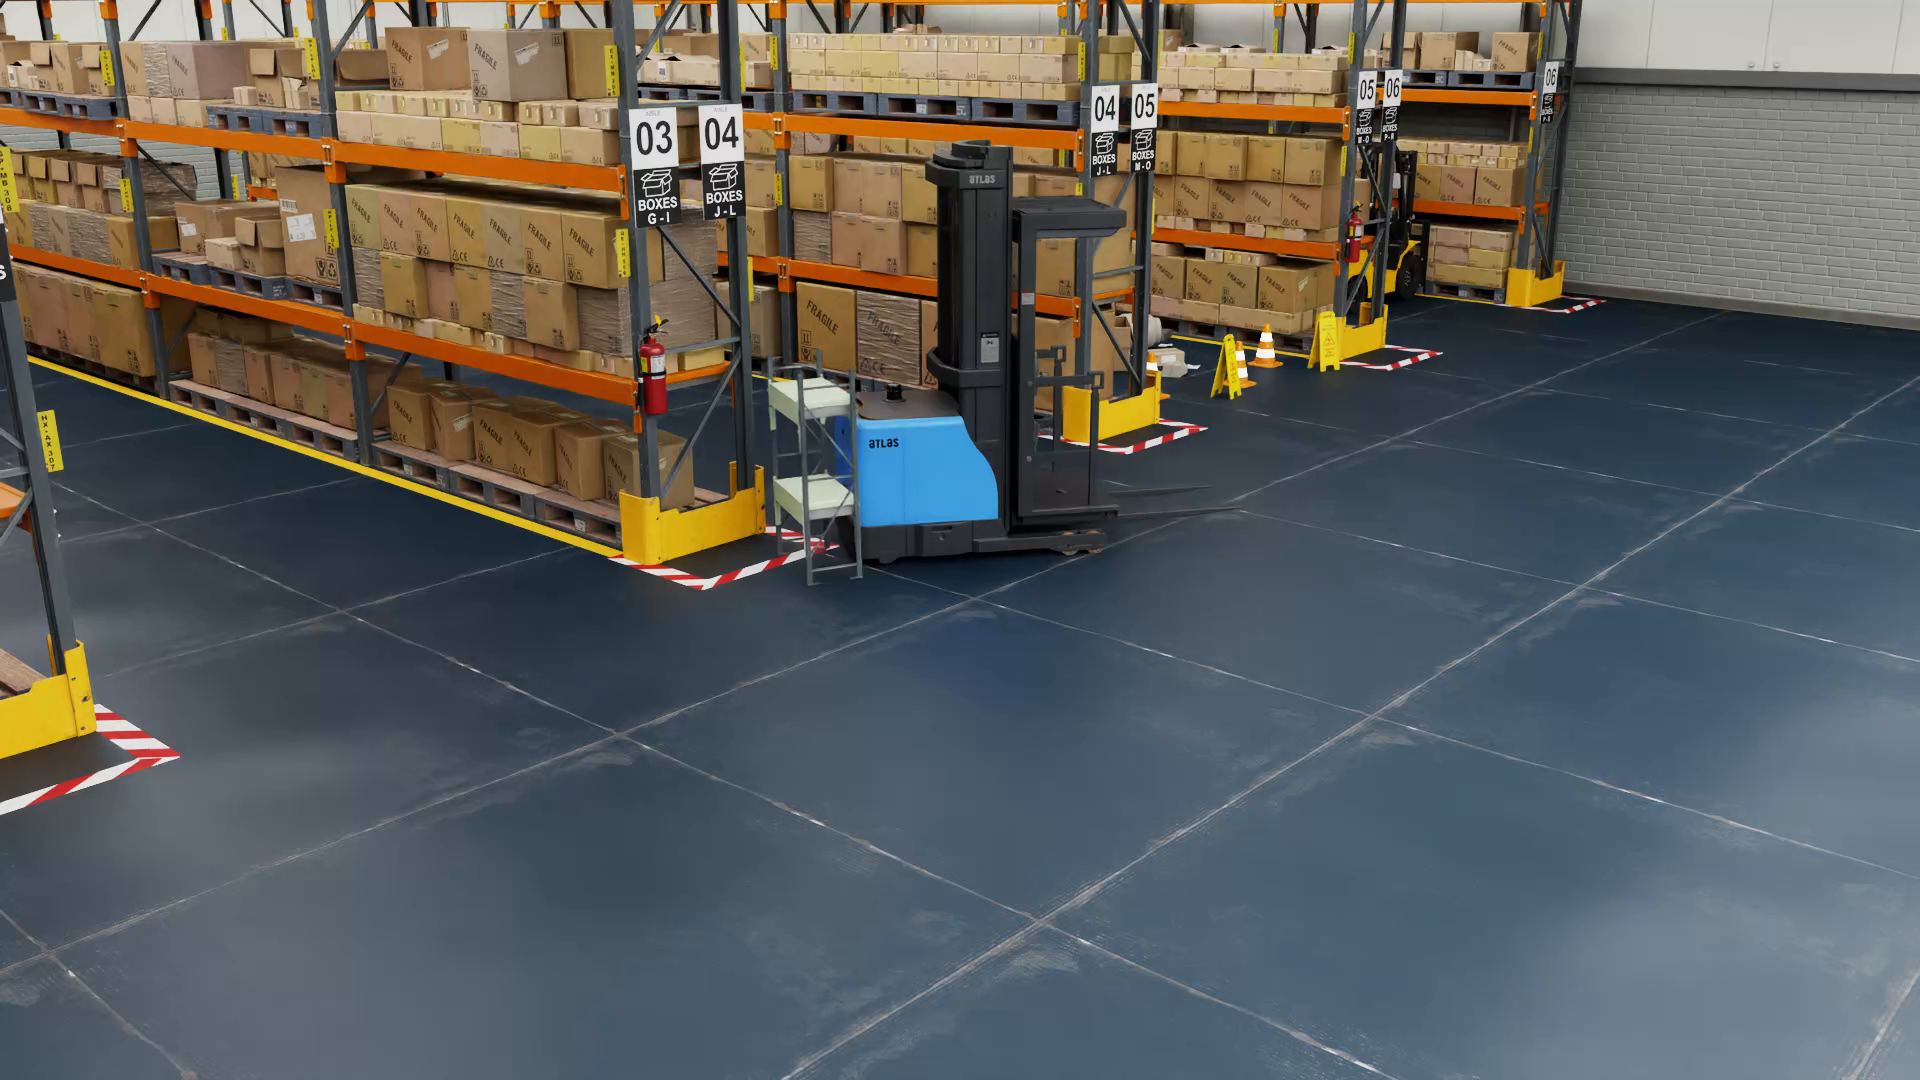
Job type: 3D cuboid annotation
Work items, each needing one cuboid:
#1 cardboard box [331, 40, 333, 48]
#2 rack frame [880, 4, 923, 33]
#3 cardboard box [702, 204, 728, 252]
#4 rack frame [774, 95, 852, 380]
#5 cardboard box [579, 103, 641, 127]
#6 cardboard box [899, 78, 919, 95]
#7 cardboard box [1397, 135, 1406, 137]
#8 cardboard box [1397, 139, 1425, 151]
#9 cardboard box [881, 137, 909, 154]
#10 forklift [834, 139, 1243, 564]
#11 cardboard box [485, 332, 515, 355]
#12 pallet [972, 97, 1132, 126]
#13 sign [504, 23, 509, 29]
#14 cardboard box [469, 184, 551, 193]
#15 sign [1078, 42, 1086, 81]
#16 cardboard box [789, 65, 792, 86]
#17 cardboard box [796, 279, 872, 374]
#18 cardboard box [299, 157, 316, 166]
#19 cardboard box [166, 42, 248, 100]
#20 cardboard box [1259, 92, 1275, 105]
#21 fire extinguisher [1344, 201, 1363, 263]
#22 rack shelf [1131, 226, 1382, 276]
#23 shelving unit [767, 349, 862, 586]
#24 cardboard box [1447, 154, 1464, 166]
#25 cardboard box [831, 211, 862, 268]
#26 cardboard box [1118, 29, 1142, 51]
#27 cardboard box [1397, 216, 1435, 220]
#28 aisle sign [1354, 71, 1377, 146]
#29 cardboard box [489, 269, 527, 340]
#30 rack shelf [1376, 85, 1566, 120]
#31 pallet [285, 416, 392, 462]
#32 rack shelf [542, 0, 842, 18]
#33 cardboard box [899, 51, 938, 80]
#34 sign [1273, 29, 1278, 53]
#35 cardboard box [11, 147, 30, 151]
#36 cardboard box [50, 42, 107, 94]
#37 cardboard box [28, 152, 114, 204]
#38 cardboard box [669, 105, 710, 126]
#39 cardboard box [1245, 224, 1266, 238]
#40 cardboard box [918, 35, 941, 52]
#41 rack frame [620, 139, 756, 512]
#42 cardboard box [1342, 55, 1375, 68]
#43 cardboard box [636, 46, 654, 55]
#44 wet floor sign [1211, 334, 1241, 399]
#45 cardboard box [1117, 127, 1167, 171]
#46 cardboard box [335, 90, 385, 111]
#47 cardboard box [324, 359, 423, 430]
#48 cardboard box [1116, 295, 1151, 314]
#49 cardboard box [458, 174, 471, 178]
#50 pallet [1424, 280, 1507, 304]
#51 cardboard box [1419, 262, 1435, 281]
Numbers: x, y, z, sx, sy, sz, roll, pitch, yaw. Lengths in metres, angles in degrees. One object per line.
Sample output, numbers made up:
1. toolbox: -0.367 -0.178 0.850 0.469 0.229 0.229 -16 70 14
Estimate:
1. cardboard box: -8.486 -6.858 23.066 0.250 0.149 0.380 16 24 41
2. rack frame: -1.035 -10.024 29.321 0.127 3.000 1.000 15 23 39
3. cardboard box: -2.499 -3.488 18.477 0.500 0.500 0.500 15 23 39
4. rack frame: -1.554 -3.294 18.033 0.127 3.000 1.000 15 23 39
5. cardboard box: -2.462 -3.002 11.741 0.250 0.149 0.380 14 22 38
6. cardboard box: -0.369 -4.397 16.104 0.250 0.149 0.380 15 23 40
7. cardboard box: 6.324 -5.797 24.189 0.250 0.149 0.380 15 23 39
8. cardboard box: 6.381 -5.585 23.521 0.250 0.149 0.380 15 23 40
9. cardboard box: -0.758 -5.382 23.259 0.500 0.500 0.500 17 24 42
10. forklift: 0.608 -1.438 12.296 3.031 2.935 1.130 -4 18 -12
11. cardboard box: -3.472 -1.558 12.976 0.250 0.149 0.380 15 23 39
12. pallet: 0.876 -4.025 15.524 1.213 0.211 1.003 15 23 39
13. sign: -7.692 -8.604 28.228 0.005 0.325 0.100 15 23 39
14. cardboard box: -3.654 -2.630 13.629 0.500 0.500 0.500 15 23 39
15. sign: 1.067 -4.185 14.549 0.005 0.325 0.100 15 23 39
16. cardboard box: -1.840 -5.086 18.081 0.396 0.266 0.258 15 23 38
17. cardboard box: -1.130 -2.340 17.843 0.875 0.875 0.875 15 23 40
18. cardboard box: -9.216 -5.437 24.127 0.500 0.500 0.500 14 23 38
19. cardboard box: -6.975 -4.357 15.430 0.500 0.500 0.500 14 22 38
20. cardboard box: 3.666 -5.119 19.240 0.250 0.149 0.380 15 23 40
21. fire extinguisher: 4.428 -3.467 18.706 0.183 0.674 0.296 15 23 39
22. rack shelf: 3.152 -3.690 20.470 4.000 0.370 1.077 15 23 39
23. shelving unit: -1.032 -0.524 11.769 0.431 1.500 0.755 -8 19 -21
24. cardboard box: 6.953 -5.281 23.056 0.250 0.149 0.380 15 23 39
25. cardboard box: -0.844 -3.189 17.454 0.550 0.550 0.875 15 23 39
26. cardboard box: 2.780 -7.807 26.270 0.500 0.500 0.700 14 23 38
27. cardboard box: 6.584 -4.567 24.243 0.500 0.250 0.500 14 23 38
28. aisle sign: 4.502 -4.792 18.456 0.004 0.787 0.394 15 23 39
29. cardboard box: -3.122 -1.879 12.916 0.500 0.500 0.875 15 23 39
30. rack shelf: 6.444 -6.244 23.557 4.000 0.370 1.077 15 23 39
31. pallet: -5.505 -1.019 15.475 1.213 0.211 1.003 15 23 39
32. rack shelf: -3.050 -6.022 18.560 4.000 0.370 1.077 15 23 39
33. cardboard box: -0.239 -4.577 16.013 0.500 0.250 0.500 15 23 40
34. sign: 4.595 -7.260 24.195 0.005 0.325 0.100 15 23 39
35. cardboard box: -11.849 -4.585 20.615 0.500 0.500 0.500 14 22 38
36. cardboard box: -9.121 -4.933 17.378 0.500 0.500 0.500 17 24 42
37. cardboard box: -9.916 -4.058 18.615 0.637 0.503 0.797 15 23 40
38. cardboard box: -1.982 -3.045 11.878 0.250 0.149 0.380 15 23 39
39. cardboard box: 3.573 -3.665 19.618 0.250 0.149 0.380 16 23 40
40. cardboard box: -0.180 -4.726 15.824 0.250 0.149 0.380 15 23 40
41. rack frame: -1.930 -1.389 12.031 0.127 3.000 1.000 15 23 39
42. cardboard box: 4.518 -5.439 18.929 0.250 0.149 0.380 15 23 39
43. cardboard box: -5.017 -7.710 26.351 0.258 0.266 0.396 16 24 41
44. wet floor sign: 2.774 -1.811 17.252 0.232 0.644 0.267 11 20 30
45. cardboard box: 2.209 -4.856 20.643 0.500 0.500 0.700 15 23 40
46. cardboard box: -4.883 -3.606 13.645 0.250 0.149 0.380 14 22 38
47. cardboard box: -5.367 -1.339 15.277 0.500 0.500 0.700 13 22 35
48. cardboard box: 2.325 -3.040 21.083 0.500 0.250 0.500 17 24 42
49. cardboard box: -6.182 -4.716 21.251 0.250 0.149 0.380 17 24 42
50. pallet: 7.340 -3.570 23.512 1.213 0.211 1.003 15 23 39
51. cardboard box: 6.645 -3.872 23.705 0.500 0.250 0.500 15 23 40
